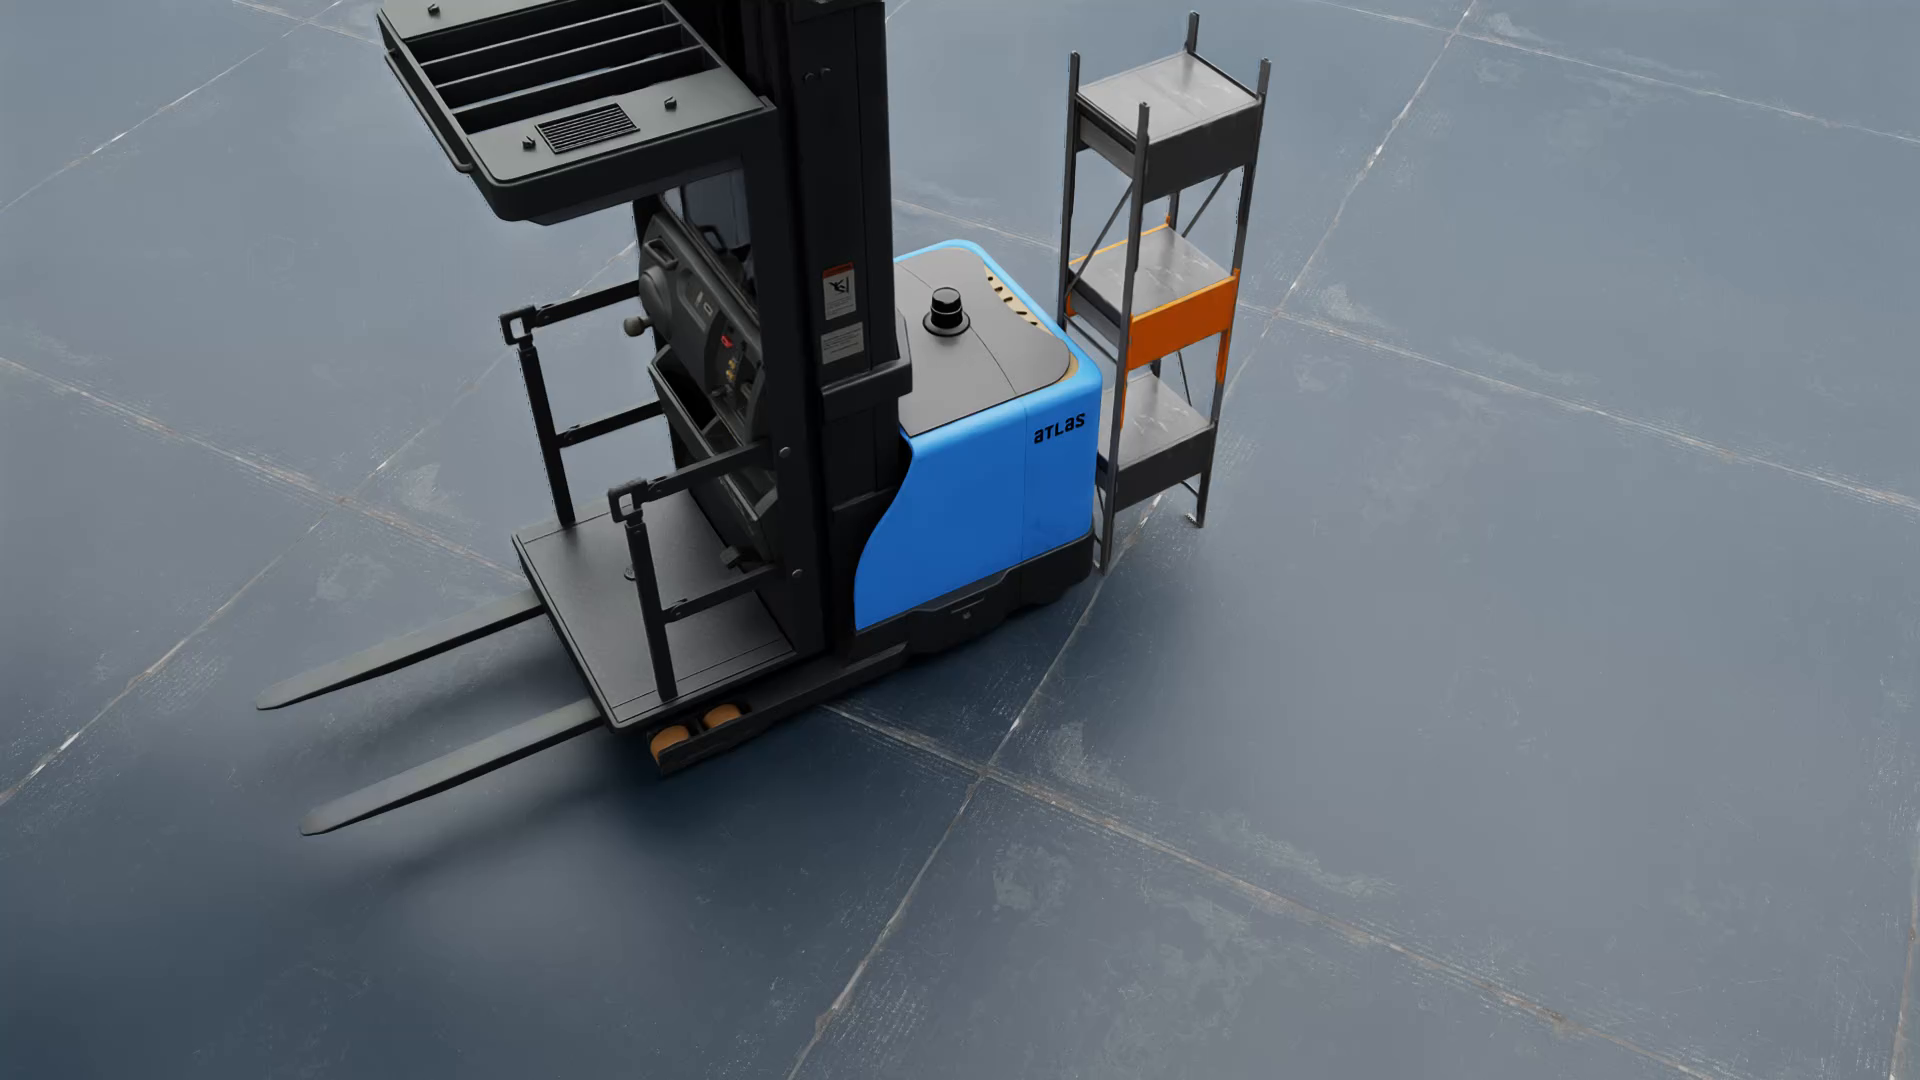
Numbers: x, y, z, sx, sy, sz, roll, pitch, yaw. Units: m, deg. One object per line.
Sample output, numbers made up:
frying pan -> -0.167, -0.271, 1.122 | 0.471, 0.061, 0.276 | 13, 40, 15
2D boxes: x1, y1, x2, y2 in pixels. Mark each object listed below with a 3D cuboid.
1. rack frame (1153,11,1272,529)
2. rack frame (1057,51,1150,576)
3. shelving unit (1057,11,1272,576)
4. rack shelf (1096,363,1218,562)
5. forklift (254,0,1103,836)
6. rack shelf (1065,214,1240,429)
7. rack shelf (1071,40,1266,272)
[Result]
rack frame -> 0.880, -0.905, 6.168 | 0.015, 2.100, 0.400 | -25, 50, -23
rack frame -> 0.471, -0.716, 5.981 | 0.015, 2.100, 0.400 | -25, 50, -23
shelving unit -> 0.676, -0.811, 6.075 | 0.503, 2.100, 0.431 | -25, 50, -23
rack shelf -> 0.676, -0.309, 6.582 | 0.480, 0.518, 0.431 | -25, 50, -23
forklift -> -1.017, -0.640, 5.322 | 3.031, 2.935, 1.130 | -22, 49, -20
rack shelf -> 0.676, -0.801, 6.085 | 0.480, 0.518, 0.431 | -25, 50, -23
rack shelf -> 0.676, -1.293, 5.587 | 0.480, 0.518, 0.431 | -25, 50, -23
